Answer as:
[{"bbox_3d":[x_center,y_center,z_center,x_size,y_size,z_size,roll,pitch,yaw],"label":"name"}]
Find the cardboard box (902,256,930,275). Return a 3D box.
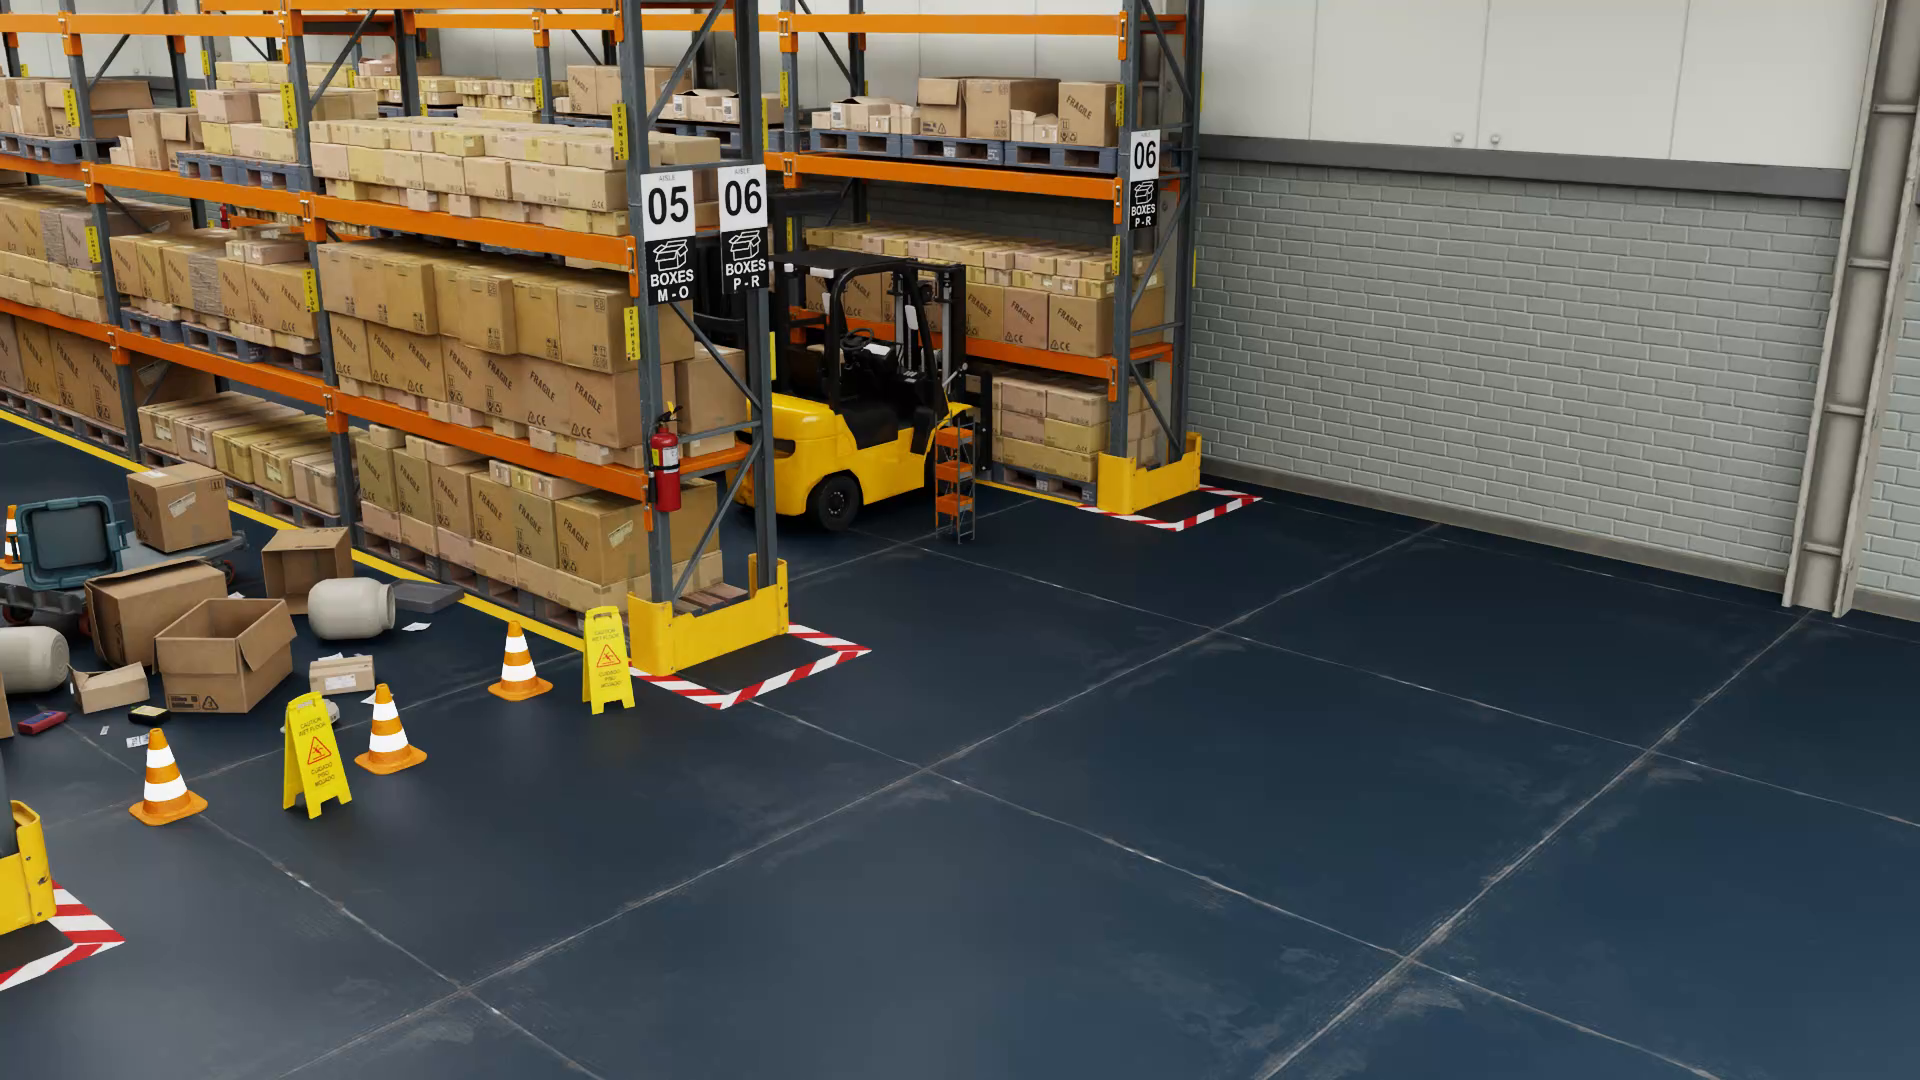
[{"bbox_3d":[-0.325,-2.582,15.550,0.250,0.149,0.380,14,22,38],"label":"cardboard box"}]

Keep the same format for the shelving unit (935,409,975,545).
[{"bbox_3d":[-0.040,-0.511,13.487,0.252,1.050,0.215,15,23,39],"label":"shelving unit"}]

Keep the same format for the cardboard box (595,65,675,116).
[{"bbox_3d":[-3.495,-4.861,17.986,0.500,0.500,0.700,14,23,38],"label":"cardboard box"}]

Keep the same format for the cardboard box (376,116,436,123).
[{"bbox_3d":[-4.237,-3.164,12.761,0.250,0.149,0.380,16,23,40],"label":"cardboard box"}]

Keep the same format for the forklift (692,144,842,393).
[{"bbox_3d":[-1.802,-2.338,16.134,3.031,2.935,1.130,-15,23,-38],"label":"forklift"}]

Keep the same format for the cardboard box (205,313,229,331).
[{"bbox_3d":[-6.315,-1.929,14.452,0.250,0.149,0.380,16,24,41],"label":"cardboard box"}]

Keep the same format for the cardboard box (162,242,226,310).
[{"bbox_3d":[-6.632,-2.330,14.644,0.500,0.500,0.500,16,23,40],"label":"cardboard box"}]

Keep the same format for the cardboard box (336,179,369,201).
[{"bbox_3d":[-4.392,-2.614,12.347,0.250,0.149,0.380,15,23,39],"label":"cardboard box"}]

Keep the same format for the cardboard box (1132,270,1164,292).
[{"bbox_3d":[1.583,-2.292,14.639,0.250,0.149,0.380,14,23,38],"label":"cardboard box"}]

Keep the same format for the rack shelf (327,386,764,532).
[{"bbox_3d":[-3.123,-0.744,12.186,4.000,0.370,1.077,15,23,39],"label":"rack shelf"}]

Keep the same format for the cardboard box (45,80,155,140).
[{"bbox_3d":[-7.993,-4.012,15.471,0.637,0.503,0.797,13,22,36],"label":"cardboard box"}]

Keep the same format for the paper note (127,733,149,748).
[{"bbox_3d":[-4.852,1.181,9.844,0.144,0.017,0.142,-9,20,-27],"label":"paper note"}]

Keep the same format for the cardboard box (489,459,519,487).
[{"bbox_3d":[-3.101,-0.506,11.787,0.250,0.149,0.380,16,24,42],"label":"cardboard box"}]

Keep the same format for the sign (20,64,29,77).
[{"bbox_3d":[-10.250,-5.045,18.217,0.005,0.325,0.100,15,23,39],"label":"sign"}]

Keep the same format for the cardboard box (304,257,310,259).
[{"bbox_3d":[-5.155,-2.137,14.036,0.500,0.500,0.500,15,23,39],"label":"cardboard box"}]

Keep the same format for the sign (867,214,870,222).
[{"bbox_3d":[-0.960,-3.188,17.137,0.005,0.325,0.100,15,23,39],"label":"sign"}]

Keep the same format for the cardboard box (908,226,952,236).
[{"bbox_3d":[-0.292,-2.969,16.278,0.250,0.149,0.380,14,23,38],"label":"cardboard box"}]

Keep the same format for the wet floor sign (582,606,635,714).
[{"bbox_3d":[-2.196,0.717,10.285,0.267,0.644,0.232,-9,20,-27],"label":"wet floor sign"}]

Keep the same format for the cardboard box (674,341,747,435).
[{"bbox_3d":[-1.798,-1.032,11.249,0.500,0.500,0.500,15,23,38],"label":"cardboard box"}]

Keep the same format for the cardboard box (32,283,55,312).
[{"bbox_3d":[-8.920,-2.466,16.672,0.500,0.250,0.500,15,23,39],"label":"cardboard box"}]

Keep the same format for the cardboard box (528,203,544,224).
[{"bbox_3d":[-2.609,-2.173,10.956,0.250,0.149,0.380,15,23,40],"label":"cardboard box"}]

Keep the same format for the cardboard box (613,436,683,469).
[{"bbox_3d":[-2.049,-0.592,10.934,0.250,0.149,0.380,16,24,41],"label":"cardboard box"}]

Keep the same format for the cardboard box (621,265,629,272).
[{"bbox_3d":[-3.387,-2.995,18.339,0.500,0.250,0.500,14,22,38],"label":"cardboard box"}]

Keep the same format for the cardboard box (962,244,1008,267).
[{"bbox_3d":[0.235,-2.565,15.007,0.250,0.149,0.380,16,23,40],"label":"cardboard box"}]

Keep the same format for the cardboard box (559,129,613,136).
[{"bbox_3d":[-2.490,-2.699,11.296,0.250,0.149,0.380,15,23,39],"label":"cardboard box"}]

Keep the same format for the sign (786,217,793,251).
[{"bbox_3d":[-1.680,-3.001,16.327,0.005,0.325,0.100,15,23,39],"label":"sign"}]

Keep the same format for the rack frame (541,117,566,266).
[{"bbox_3d":[-4.319,-3.415,19.414,0.127,3.000,1.000,15,23,39],"label":"rack frame"}]

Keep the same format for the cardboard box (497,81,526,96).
[{"bbox_3d":[-5.132,-5.226,19.258,0.250,0.149,0.380,14,22,37],"label":"cardboard box"}]

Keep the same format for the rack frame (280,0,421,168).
[{"bbox_3d":[-4.619,-4.348,12.435,0.127,3.000,1.000,15,23,39],"label":"rack frame"}]

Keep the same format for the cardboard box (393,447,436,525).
[{"bbox_3d":[-3.949,-0.451,12.685,0.500,0.500,0.500,16,24,41],"label":"cardboard box"}]

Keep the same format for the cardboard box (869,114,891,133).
[{"bbox_3d":[-0.619,-3.857,15.402,0.250,0.149,0.380,16,24,41],"label":"cardboard box"}]

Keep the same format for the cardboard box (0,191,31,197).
[{"bbox_3d":[-10.066,-3.369,17.452,0.500,0.500,0.500,15,23,39],"label":"cardboard box"}]

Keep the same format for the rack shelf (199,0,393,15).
[{"bbox_3d":[-8.807,-7.135,22.412,4.000,0.370,1.077,15,23,39],"label":"rack shelf"}]

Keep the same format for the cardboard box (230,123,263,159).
[{"bbox_3d":[-5.528,-3.234,13.438,0.500,0.250,0.500,15,23,40],"label":"cardboard box"}]

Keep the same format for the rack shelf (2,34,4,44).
[{"bbox_3d":[-12.099,-5.822,18.931,4.000,0.370,1.077,15,23,39],"label":"rack shelf"}]

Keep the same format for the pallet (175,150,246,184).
[{"bbox_3d":[-5.788,-3.184,14.037,1.003,0.211,1.213,15,23,39],"label":"pallet"}]

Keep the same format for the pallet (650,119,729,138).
[{"bbox_3d":[-2.914,-4.415,17.918,1.213,0.211,1.003,16,24,42],"label":"pallet"}]

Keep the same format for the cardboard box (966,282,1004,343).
[{"bbox_3d":[0.357,-2.105,15.120,0.500,0.500,0.500,14,23,38],"label":"cardboard box"}]

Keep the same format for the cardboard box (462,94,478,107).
[{"bbox_3d":[-5.689,-5.244,19.808,0.250,0.149,0.380,16,24,41],"label":"cardboard box"}]

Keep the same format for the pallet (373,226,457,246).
[{"bbox_3d":[-6.786,-3.942,21.390,1.213,0.211,1.003,15,23,39],"label":"pallet"}]

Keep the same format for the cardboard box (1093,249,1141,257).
[{"bbox_3d":[1.398,-2.491,14.772,0.250,0.149,0.380,16,24,41],"label":"cardboard box"}]

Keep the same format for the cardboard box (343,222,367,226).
[{"bbox_3d":[-7.854,-4.336,22.071,0.500,0.250,0.500,16,23,41],"label":"cardboard box"}]

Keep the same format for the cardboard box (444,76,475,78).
[{"bbox_3d":[-6.241,-5.676,20.644,0.250,0.149,0.380,14,22,38],"label":"cardboard box"}]

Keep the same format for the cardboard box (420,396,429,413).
[{"bbox_3d":[-3.772,-1.043,12.355,0.250,0.149,0.380,15,23,39],"label":"cardboard box"}]

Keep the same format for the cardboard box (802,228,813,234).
[{"bbox_3d":[-1.614,-3.154,17.352,0.250,0.149,0.380,14,22,37],"label":"cardboard box"}]

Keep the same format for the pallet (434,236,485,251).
[{"bbox_3d":[-5.777,-3.713,20.670,1.213,0.211,1.003,15,23,39],"label":"pallet"}]

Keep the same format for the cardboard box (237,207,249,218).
[{"bbox_3d":[-10.239,-4.774,24.110,0.250,0.149,0.380,15,23,39],"label":"cardboard box"}]

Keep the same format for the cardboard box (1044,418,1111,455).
[{"bbox_3d":[1.093,-0.964,14.714,0.500,0.250,0.500,15,23,39],"label":"cardboard box"}]

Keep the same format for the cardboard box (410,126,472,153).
[{"bbox_3d":[-3.590,-2.792,11.589,0.250,0.149,0.380,15,23,38],"label":"cardboard box"}]

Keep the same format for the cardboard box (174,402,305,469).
[{"bbox_3d":[-6.638,-0.977,15.381,0.625,0.372,0.950,14,23,38],"label":"cardboard box"}]

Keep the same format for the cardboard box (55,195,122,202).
[{"bbox_3d":[-8.947,-3.277,17.160,0.500,0.500,0.500,16,23,40],"label":"cardboard box"}]

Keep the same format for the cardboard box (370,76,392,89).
[{"bbox_3d":[-7.132,-5.721,20.786,0.250,0.149,0.380,16,23,40],"label":"cardboard box"}]

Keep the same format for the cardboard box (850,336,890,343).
[{"bbox_3d":[-0.831,-1.923,16.911,0.500,0.250,0.500,16,23,40],"label":"cardboard box"}]

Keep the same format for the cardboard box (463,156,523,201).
[{"bbox_3d":[-2.956,-2.431,11.111,0.500,0.250,0.500,16,24,41],"label":"cardboard box"}]

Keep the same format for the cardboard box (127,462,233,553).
[{"bbox_3d":[-5.778,-0.249,12.318,0.500,0.500,0.500,15,23,39],"label":"cardboard box"}]

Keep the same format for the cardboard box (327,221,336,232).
[{"bbox_3d":[-8.315,-4.258,22.486,0.250,0.149,0.380,16,23,41],"label":"cardboard box"}]

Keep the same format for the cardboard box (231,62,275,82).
[{"bbox_3d":[-9.770,-6.507,23.129,0.500,0.250,0.500,15,23,39],"label":"cardboard box"}]
